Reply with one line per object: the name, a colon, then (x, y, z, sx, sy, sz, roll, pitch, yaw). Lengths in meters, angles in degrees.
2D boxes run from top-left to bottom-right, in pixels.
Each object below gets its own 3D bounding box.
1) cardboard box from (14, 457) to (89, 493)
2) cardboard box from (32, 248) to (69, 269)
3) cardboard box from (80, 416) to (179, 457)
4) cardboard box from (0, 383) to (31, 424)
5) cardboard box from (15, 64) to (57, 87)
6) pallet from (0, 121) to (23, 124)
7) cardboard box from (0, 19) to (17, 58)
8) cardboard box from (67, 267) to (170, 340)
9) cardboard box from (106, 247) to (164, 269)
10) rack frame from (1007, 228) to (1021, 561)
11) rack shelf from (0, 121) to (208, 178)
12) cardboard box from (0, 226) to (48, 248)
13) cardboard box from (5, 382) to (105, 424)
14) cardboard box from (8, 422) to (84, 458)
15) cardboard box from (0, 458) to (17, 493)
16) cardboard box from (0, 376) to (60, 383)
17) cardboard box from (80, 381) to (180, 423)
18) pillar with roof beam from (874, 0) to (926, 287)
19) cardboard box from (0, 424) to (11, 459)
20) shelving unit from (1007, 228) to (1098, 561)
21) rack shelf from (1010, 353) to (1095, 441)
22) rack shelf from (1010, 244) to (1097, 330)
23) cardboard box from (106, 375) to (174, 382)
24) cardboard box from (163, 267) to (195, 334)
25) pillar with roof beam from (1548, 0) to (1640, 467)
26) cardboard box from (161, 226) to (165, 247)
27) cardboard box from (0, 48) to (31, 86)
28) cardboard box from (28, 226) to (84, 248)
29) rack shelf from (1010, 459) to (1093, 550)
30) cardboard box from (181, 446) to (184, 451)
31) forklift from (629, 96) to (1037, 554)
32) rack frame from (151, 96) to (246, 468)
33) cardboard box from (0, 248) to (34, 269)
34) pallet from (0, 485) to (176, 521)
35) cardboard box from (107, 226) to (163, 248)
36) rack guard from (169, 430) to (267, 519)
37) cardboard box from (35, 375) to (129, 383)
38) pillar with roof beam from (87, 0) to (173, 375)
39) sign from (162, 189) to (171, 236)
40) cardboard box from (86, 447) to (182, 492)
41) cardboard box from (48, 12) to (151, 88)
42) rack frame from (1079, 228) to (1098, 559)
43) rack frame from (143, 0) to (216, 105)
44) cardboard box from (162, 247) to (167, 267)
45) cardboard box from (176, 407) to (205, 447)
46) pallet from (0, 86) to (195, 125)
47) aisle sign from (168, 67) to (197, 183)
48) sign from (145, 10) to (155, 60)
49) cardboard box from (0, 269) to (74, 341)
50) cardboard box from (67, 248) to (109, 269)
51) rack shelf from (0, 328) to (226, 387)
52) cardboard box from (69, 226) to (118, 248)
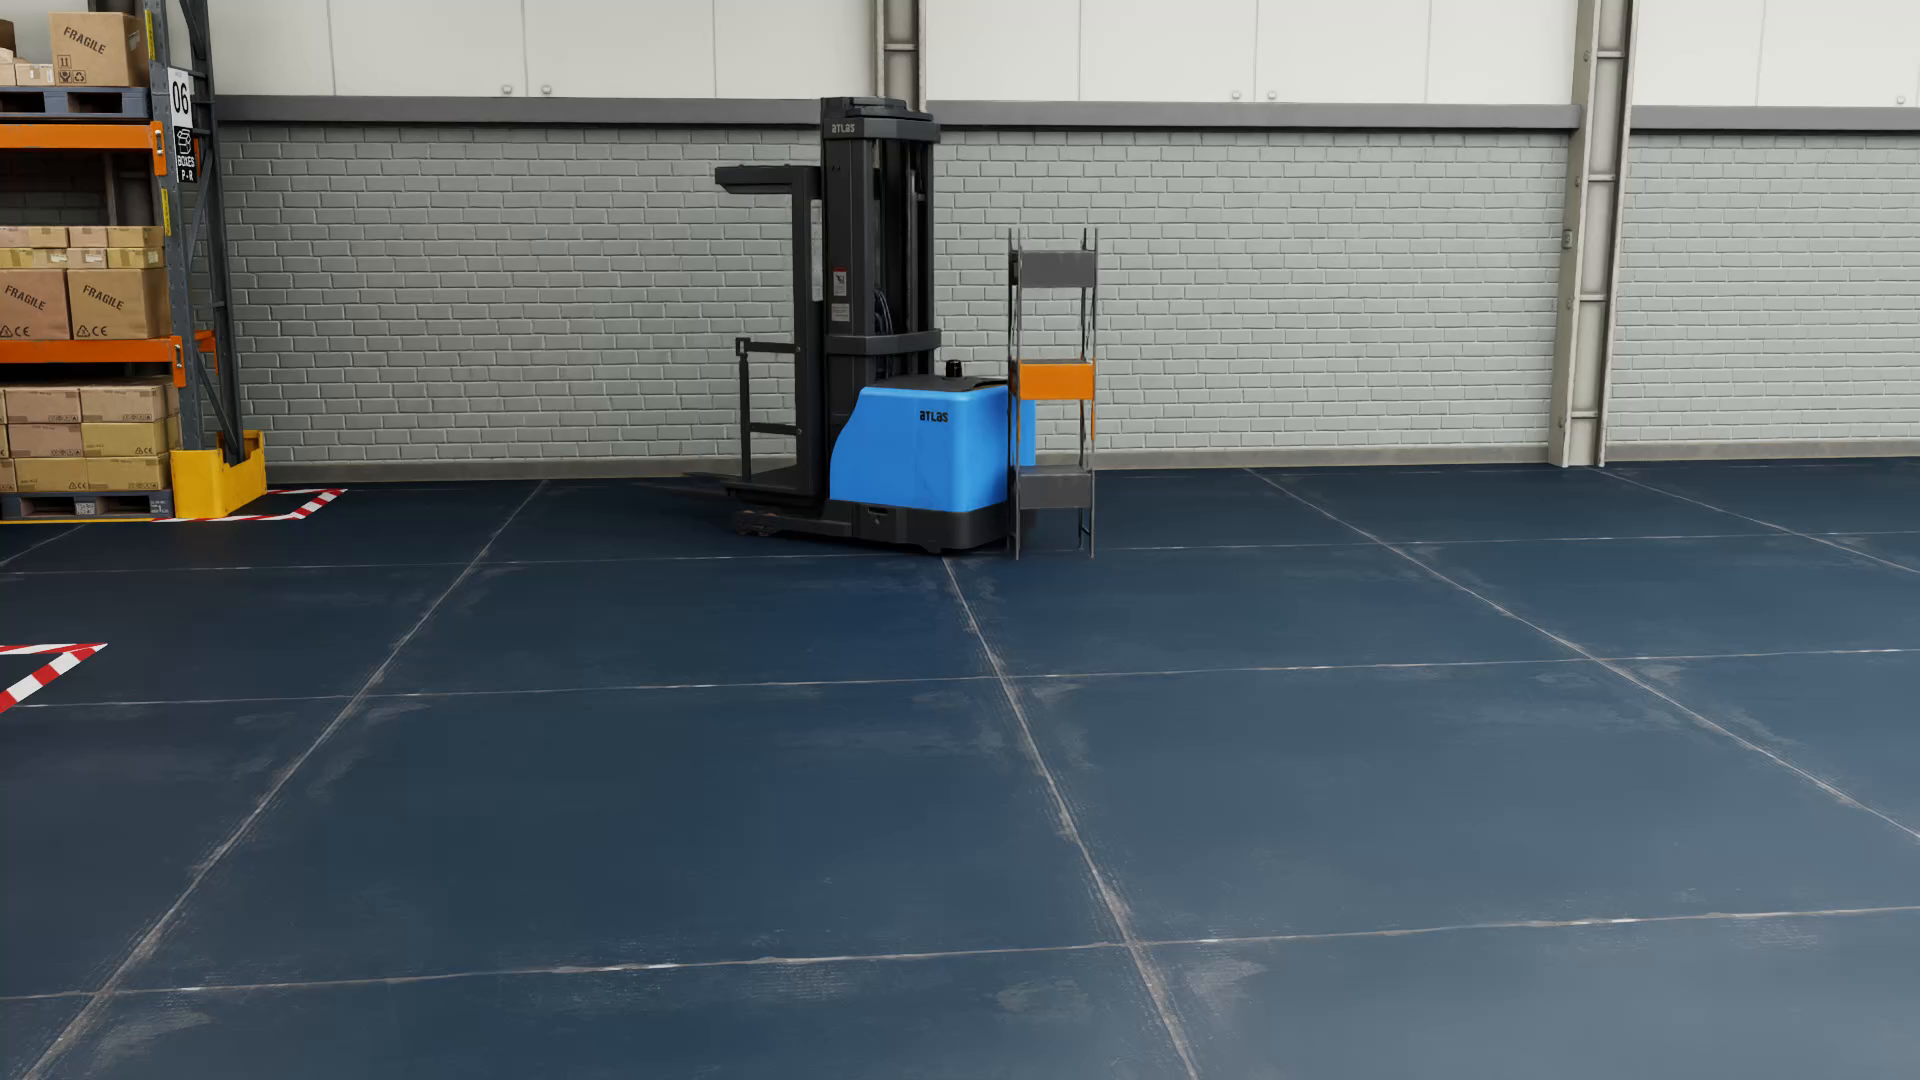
cardboard box: (-6.591, -0.517, 12.261, 0.500, 0.250, 0.500, -1, 11, -6)
cardboard box: (-6.493, -2.041, 12.032, 0.250, 0.149, 0.380, -1, 11, -5)
cardboard box: (-6.113, -0.771, 12.258, 0.500, 0.250, 0.500, -1, 11, -7)
cardboard box: (-7.094, -0.993, 12.090, 0.500, 0.250, 0.500, -1, 11, -5)
cardboard box: (-6.454, -3.267, 11.738, 0.250, 0.149, 0.380, -2, 11, -8)
pallet: (-7.584, -3.132, 11.975, 1.213, 0.211, 1.003, -1, 11, -6)
cardboard box: (-7.106, -3.457, 11.793, 0.500, 0.500, 0.700, -1, 11, -6)
cardboard box: (-6.124, -1.727, 12.120, 0.500, 0.500, 0.500, -1, 11, -7)
cardboard box: (-5.977, -2.045, 12.055, 0.250, 0.149, 0.380, -1, 11, -5)
rack frame: (0.343, -0.931, 10.660, 0.015, 2.100, 0.400, -1, 11, -7)
rack shelf: (-7.651, -2.816, 12.006, 4.000, 0.370, 1.077, -1, 11, -6)
cardboard box: (-6.751, -2.192, 12.029, 0.250, 0.149, 0.380, -1, 11, -6)
cardboard box: (-6.594, -1.005, 12.153, 0.500, 0.250, 0.500, -1, 11, -5)
cardboard box: (-6.613, -0.763, 12.215, 0.500, 0.250, 0.500, -1, 11, -7)
cardboard box: (-7.089, -0.508, 12.217, 0.500, 0.250, 0.500, -1, 11, -5)
cardboard box: (-7.156, -1.093, 12.601, 0.500, 0.250, 0.500, -1, 11, -6)
cardboard box: (-6.087, -1.017, 12.213, 0.500, 0.250, 0.500, -1, 11, -4)
pillar with roof beam: (-0.022, -4.140, 9.101, 0.400, 9.000, 9.100, -1, 11, -6)
cardboard box: (-7.124, -0.748, 12.140, 0.500, 0.250, 0.500, -1, 11, -7)
shelving unit: (0.585, -0.937, 10.690, 0.503, 2.100, 0.431, -1, 11, -7)
rack shelf: (0.585, -0.923, 10.693, 0.480, 0.518, 0.431, -1, 11, -7)
rack shelf: (0.585, -1.610, 10.558, 0.480, 0.518, 0.431, -1, 11, -7)
cardboard box: (-6.161, -1.113, 12.700, 0.500, 0.250, 0.500, -1, 11, -7)
cardboard box: (-6.185, -1.831, 12.646, 0.500, 0.500, 0.500, -1, 11, -4)
pillar with roof beam: (5.942, -4.265, 9.737, 0.400, 9.000, 9.100, -1, 11, -6)
cardboard box: (-6.020, -2.286, 12.510, 0.250, 0.149, 0.380, -1, 11, -7)
cardboard box: (-6.706, -3.319, 11.700, 0.258, 0.266, 0.396, -1, 11, -6)
cardboard box: (-6.495, -2.183, 11.983, 0.250, 0.149, 0.380, -1, 11, -5)
rack shelf: (0.585, -0.237, 10.828, 0.480, 0.518, 0.431, -1, 11, -7)
cardboard box: (-6.172, -0.623, 12.801, 0.500, 0.250, 0.500, -1, 11, -6)
forklift: (-0.994, -1.538, 11.592, 3.031, 2.935, 1.130, 7, 13, 31)
rack frame: (-5.663, -1.739, 12.438, 0.127, 3.000, 1.000, -1, 11, -6)
cardboard box: (-6.740, -2.038, 12.016, 0.250, 0.149, 0.380, -1, 11, -6)
pallet: (-6.418, -0.347, 12.585, 1.213, 0.211, 1.003, -1, 11, -6)
cardboard box: (-5.996, -2.204, 12.093, 0.250, 0.149, 0.380, -1, 11, -6)
rack guard: (-5.639, -0.513, 12.681, 0.348, 0.500, 1.175, -1, 11, -6)
cardboard box: (-6.657, -1.102, 12.643, 0.500, 0.250, 0.500, -1, 11, -6)
pillar with roof beam: (-5.987, -4.015, 8.465, 0.400, 9.000, 9.100, -1, 11, -6)
sign: (-5.618, -2.319, 11.772, 0.005, 0.325, 0.100, -1, 11, -6)
cardboard box: (-6.096, -0.526, 12.304, 0.500, 0.250, 0.500, -1, 11, -6)
cardboard box: (-6.076, -3.459, 11.804, 0.500, 0.500, 0.500, -1, 11, -4)
rack frame: (0.827, -0.943, 10.721, 0.015, 2.100, 0.400, -1, 11, -7)
rack frame: (-5.663, -4.683, 11.859, 0.127, 3.000, 1.000, -1, 11, -6)
cardboard box: (-6.028, -2.149, 12.583, 0.250, 0.149, 0.380, -1, 11, -8)
cardboard box: (-6.153, -0.871, 12.767, 0.500, 0.250, 0.500, -1, 11, -5)
pallet: (-6.368, -3.158, 12.107, 1.213, 0.211, 1.003, -1, 11, -6)
aisle sign: (-5.566, -2.960, 11.907, 0.004, 0.787, 0.394, -1, 11, -6)
sign: (-5.618, -3.502, 11.540, 0.005, 0.325, 0.100, -1, 11, -6)
cardboard box: (-6.640, -1.718, 12.074, 0.500, 0.500, 0.500, -1, 11, -4)
cardboard box: (-6.228, -2.034, 11.999, 0.250, 0.149, 0.380, -1, 11, -5)
rack shelf: (-7.651, -1.344, 12.295, 4.000, 0.370, 1.077, -1, 11, -6)
cardboard box: (-6.238, -2.193, 12.037, 0.250, 0.149, 0.380, -1, 11, -6)
